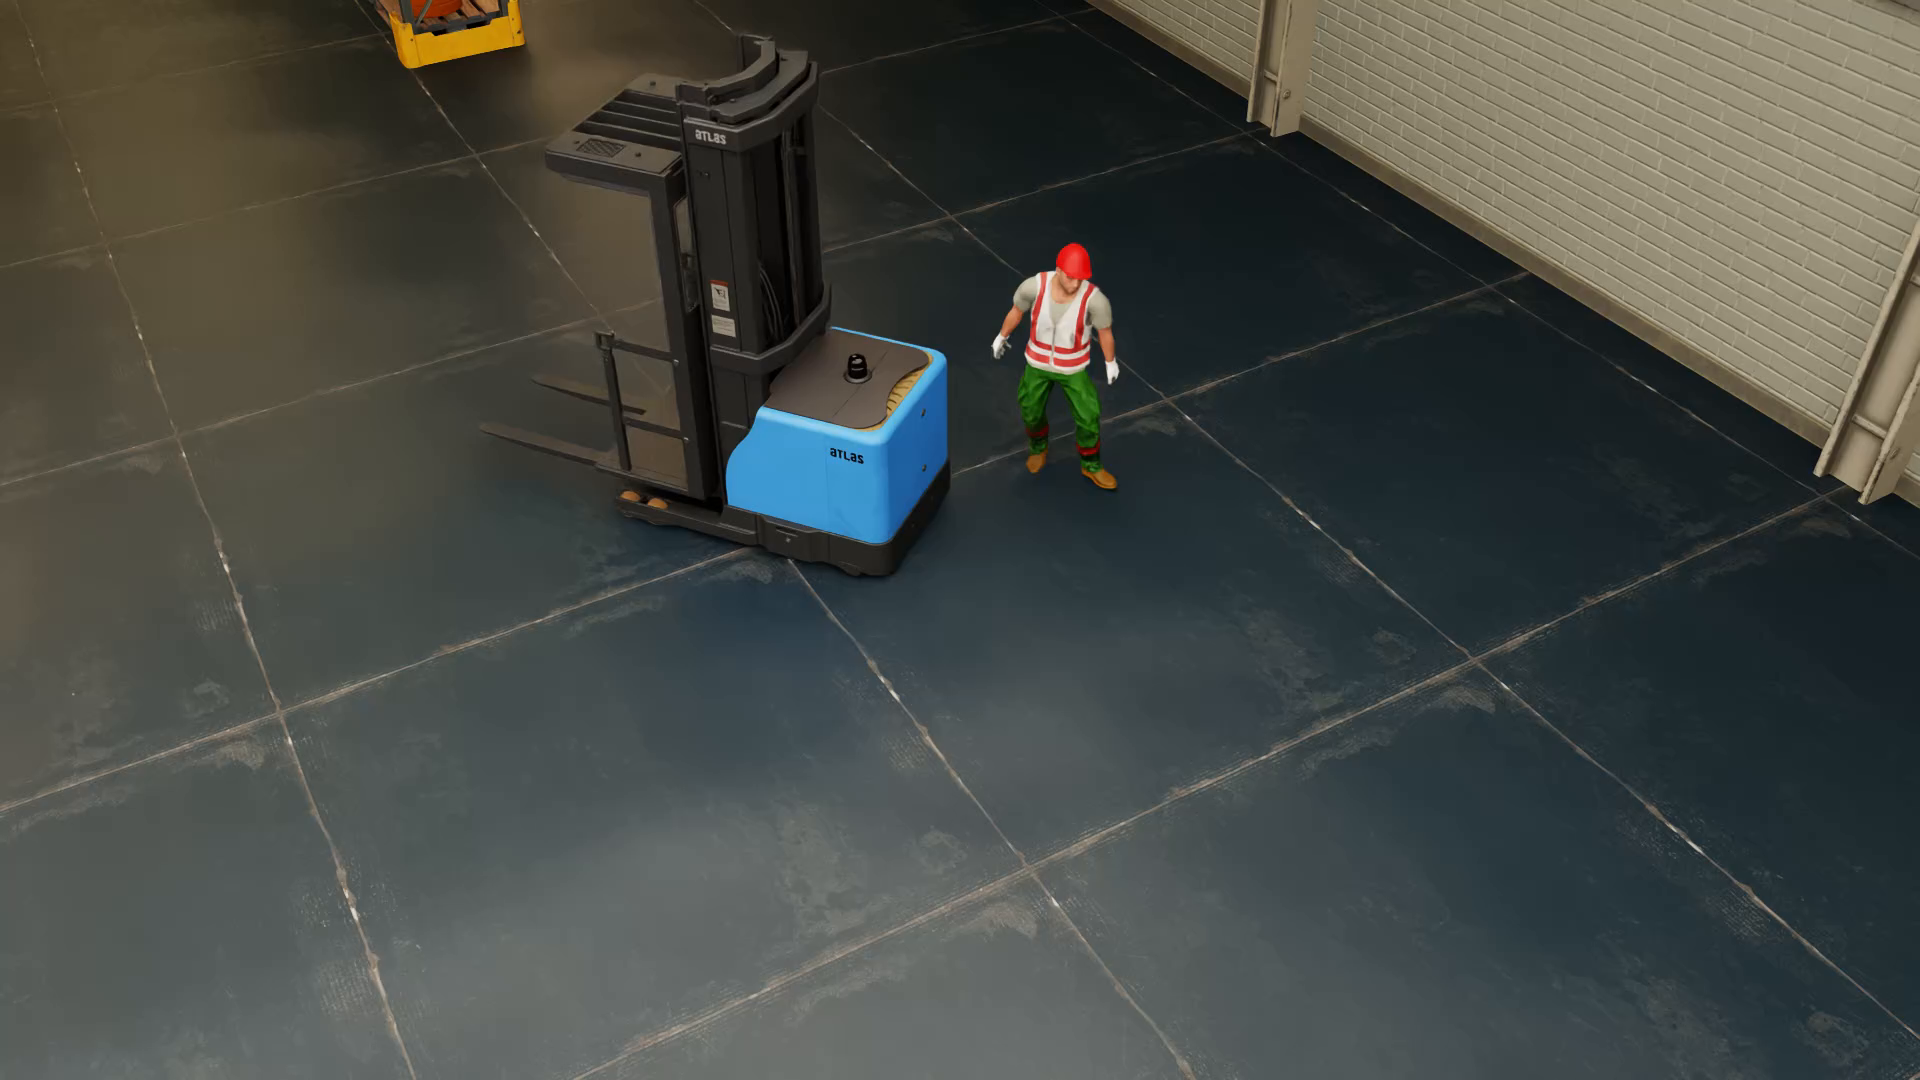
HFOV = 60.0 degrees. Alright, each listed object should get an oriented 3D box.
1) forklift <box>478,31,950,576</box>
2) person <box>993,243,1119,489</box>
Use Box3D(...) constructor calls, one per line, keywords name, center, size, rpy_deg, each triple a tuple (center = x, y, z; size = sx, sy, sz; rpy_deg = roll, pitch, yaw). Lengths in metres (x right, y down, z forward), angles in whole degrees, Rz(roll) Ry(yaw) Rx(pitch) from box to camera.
Box3D(name="forklift", center=(-1.631, -1.517, 9.865), size=(3.031, 2.935, 1.130), rpy_deg=(15, 42, 17))
Box3D(name="person", center=(0.609, -1.104, 10.333), size=(0.887, 1.747, 0.464), rpy_deg=(12, 41, 14))
